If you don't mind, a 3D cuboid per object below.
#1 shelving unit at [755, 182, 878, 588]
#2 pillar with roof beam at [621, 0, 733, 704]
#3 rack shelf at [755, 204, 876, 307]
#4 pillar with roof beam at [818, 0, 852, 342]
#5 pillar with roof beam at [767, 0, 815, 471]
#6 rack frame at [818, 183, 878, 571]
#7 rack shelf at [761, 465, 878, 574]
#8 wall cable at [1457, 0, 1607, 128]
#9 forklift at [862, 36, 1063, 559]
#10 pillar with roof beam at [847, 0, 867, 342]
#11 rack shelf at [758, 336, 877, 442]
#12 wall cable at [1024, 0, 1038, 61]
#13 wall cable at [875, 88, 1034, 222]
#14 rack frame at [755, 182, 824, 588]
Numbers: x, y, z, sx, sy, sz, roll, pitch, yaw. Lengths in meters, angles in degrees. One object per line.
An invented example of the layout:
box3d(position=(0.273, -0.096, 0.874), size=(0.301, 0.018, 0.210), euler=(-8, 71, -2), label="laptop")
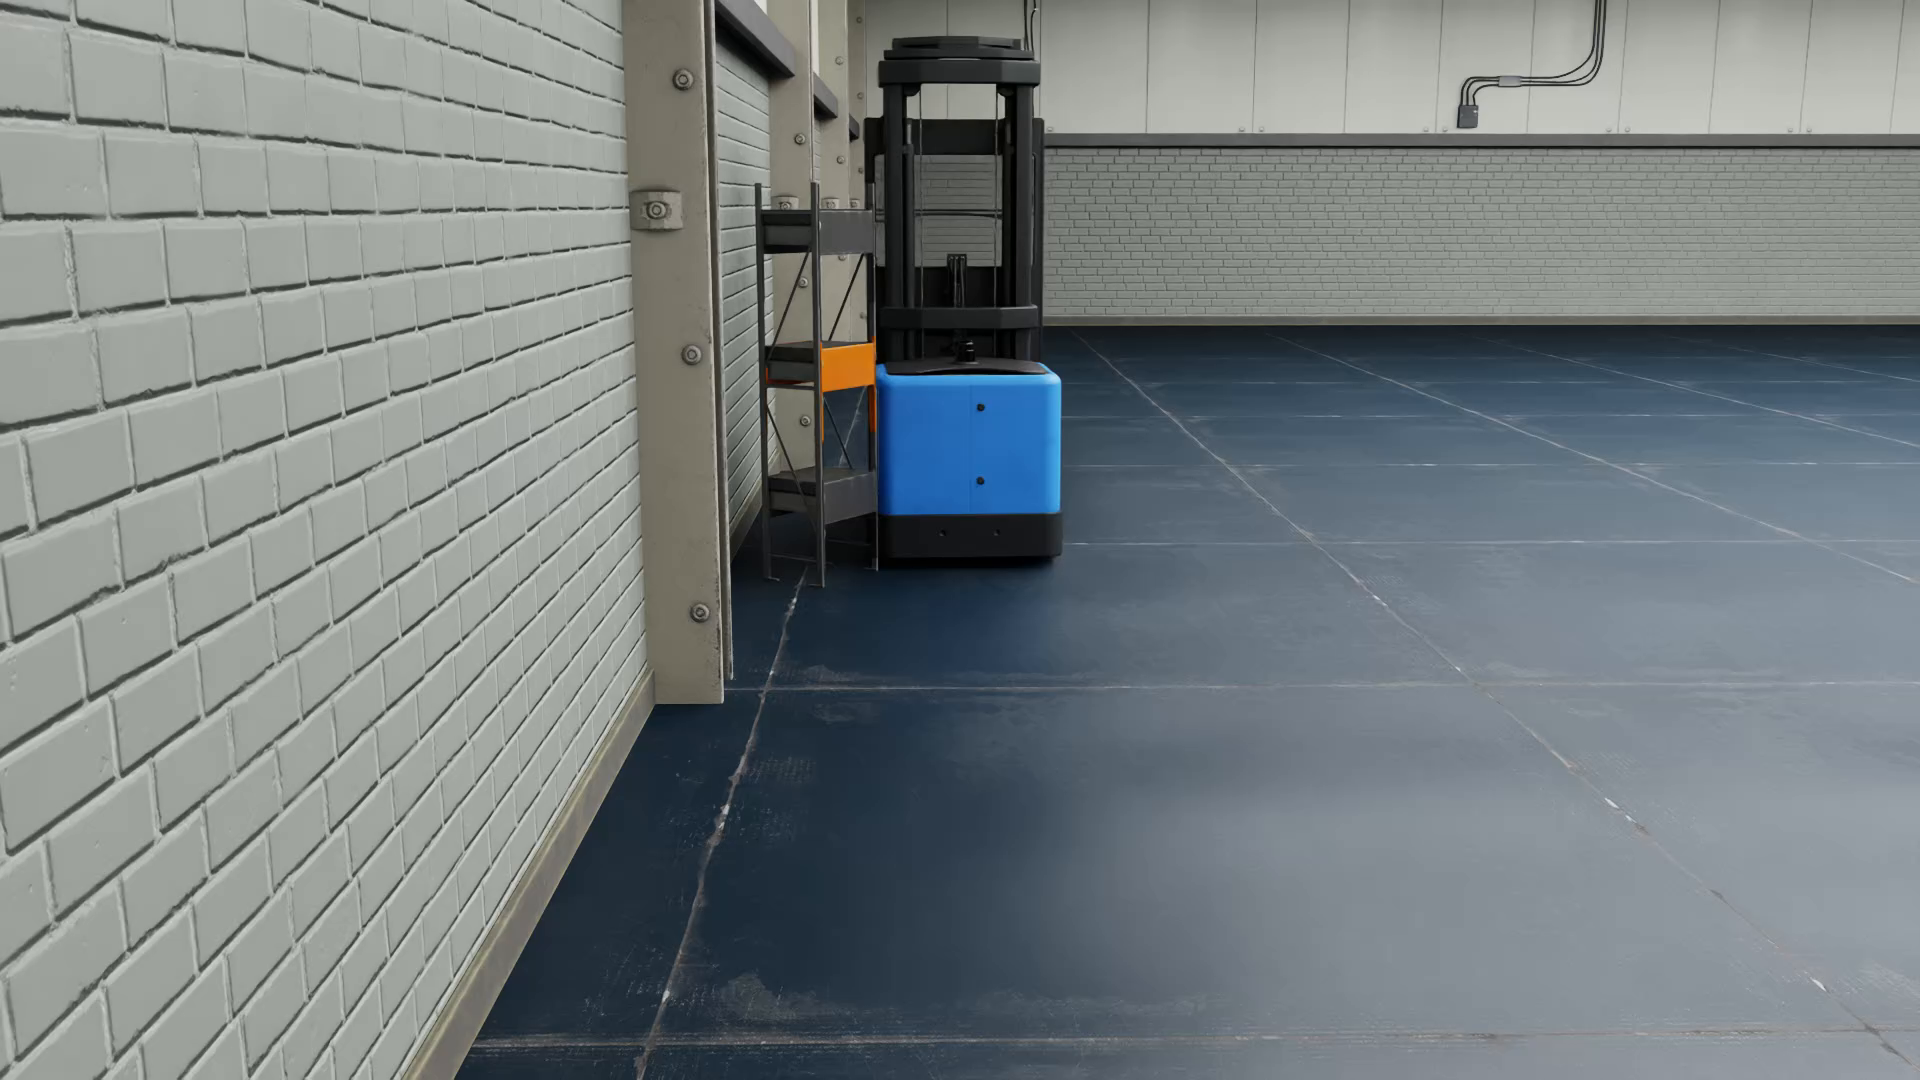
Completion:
box3d(position=(-0.758, -0.837, 8.903), size=(0.431, 2.100, 0.503), euler=(7, 14, 32), label="shelving unit")
box3d(position=(3.177, -3.801, 6.160), size=(9.100, 9.000, 0.400), euler=(0, 11, -1), label="pillar with roof beam")
box3d(position=(-0.758, -1.510, 8.767), size=(0.431, 0.518, 0.480), euler=(7, 14, 32), label="rack shelf")
box3d(position=(2.929, -6.186, 17.918), size=(9.100, 9.000, 0.400), euler=(0, 11, -1), label="pillar with roof beam")
box3d(position=(3.053, -4.993, 12.039), size=(9.100, 9.000, 0.400), euler=(0, 11, -1), label="pillar with roof beam")
box3d(position=(-0.625, -0.878, 9.104), size=(0.400, 2.100, 0.015), euler=(7, 14, 32), label="rack frame")
box3d(position=(-0.758, -0.138, 9.045), size=(0.431, 0.518, 0.480), euler=(7, 14, 32), label="rack shelf")
box3d(position=(9.254, -9.655, 26.461), size=(2.305, 6.003, 0.169), euler=(0, 11, -1), label="wall cable")
box3d(position=(-0.054, -1.572, 10.433), size=(1.130, 2.935, 3.031), euler=(-1, 11, -4), label="forklift")
box3d(position=(2.805, -7.379, 23.797), size=(9.100, 9.000, 0.400), euler=(0, 11, -1), label="pillar with roof beam")
box3d(position=(-0.758, -0.824, 8.906), size=(0.431, 0.518, 0.480), euler=(7, 14, 32), label="rack shelf")
box3d(position=(2.467, -8.916, 26.484), size=(3.097, 2.526, 0.112), euler=(0, 11, -1), label="wall cable")
box3d(position=(-0.238, -6.430, 26.931), size=(3.097, 2.526, 0.112), euler=(0, 11, -1), label="wall cable")
box3d(position=(-0.890, -0.796, 8.703), size=(0.400, 2.100, 0.015), euler=(7, 14, 32), label="rack frame")
